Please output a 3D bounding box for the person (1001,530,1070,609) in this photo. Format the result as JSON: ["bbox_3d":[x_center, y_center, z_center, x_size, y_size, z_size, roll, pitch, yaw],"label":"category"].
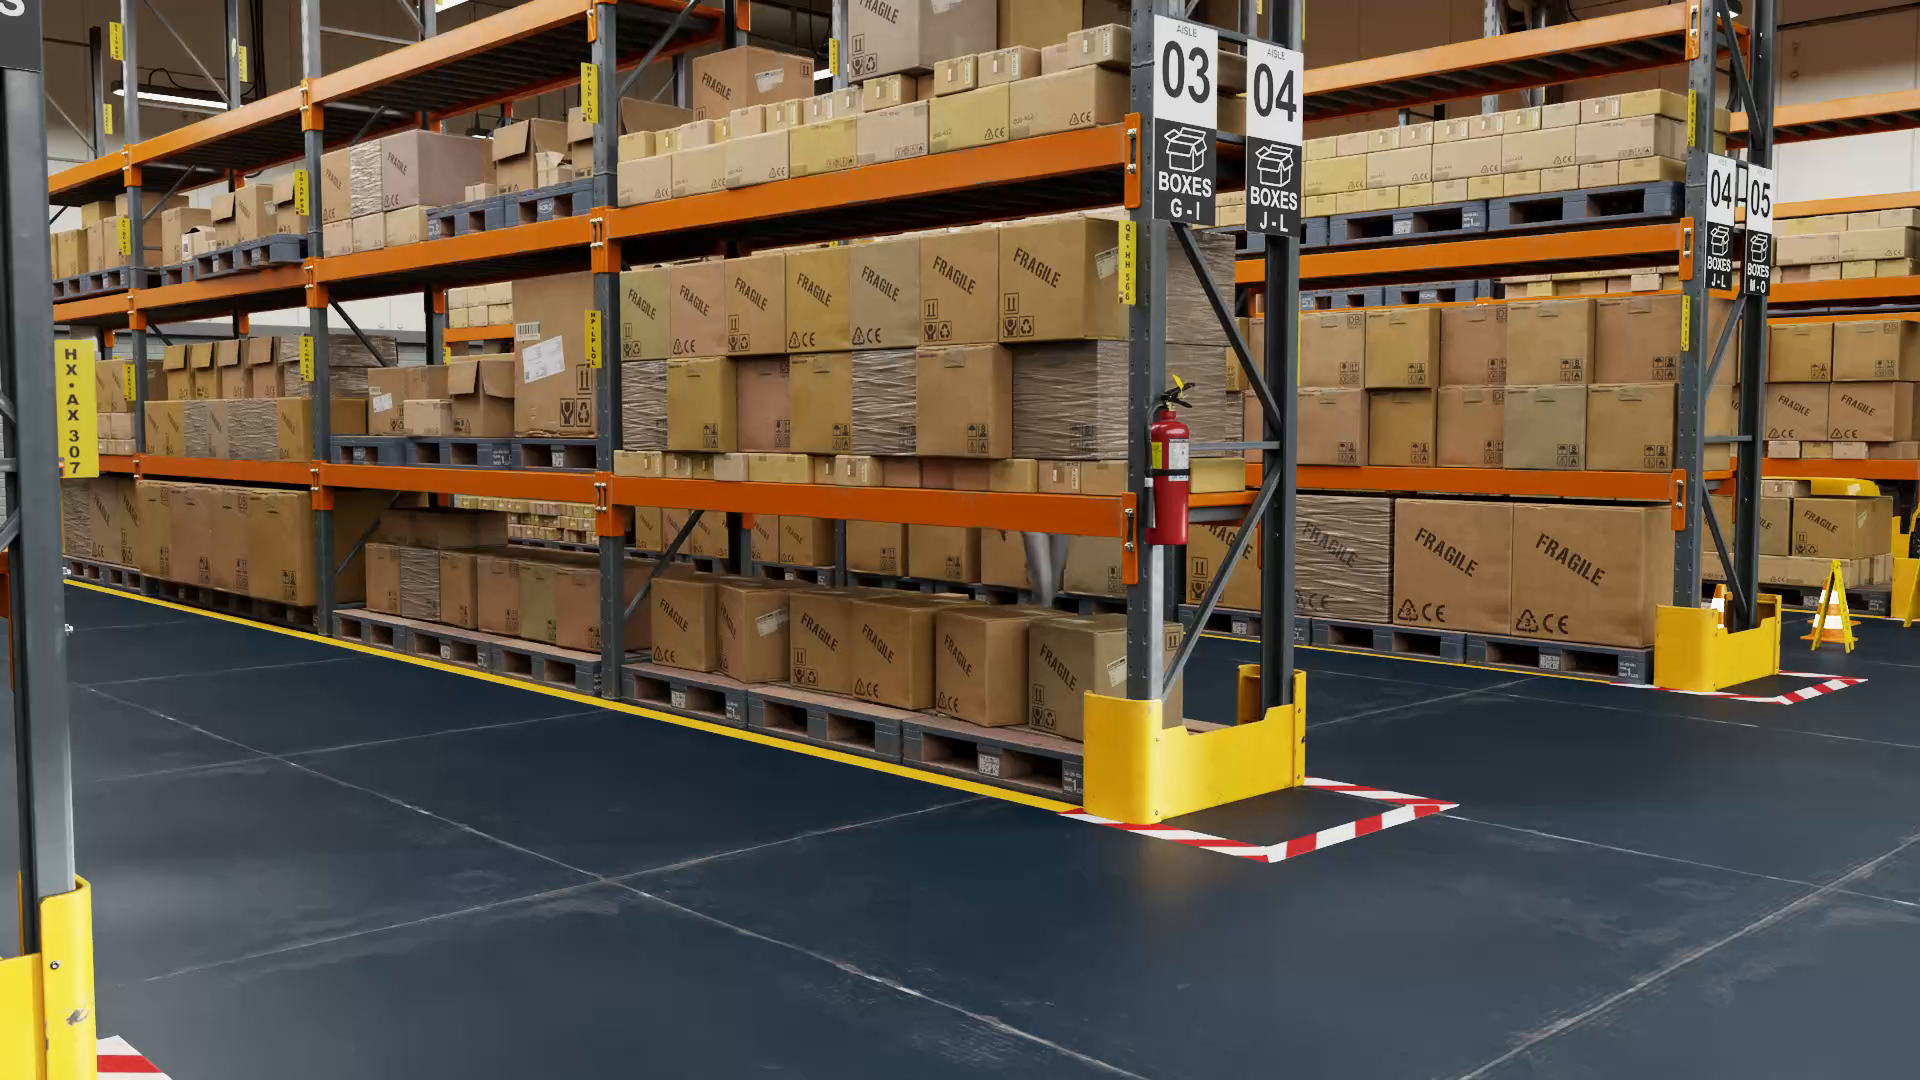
[{"bbox_3d":[0.605,-0.071,11.912,0.597,1.692,0.785,-2,4,-21],"label":"person"}]
